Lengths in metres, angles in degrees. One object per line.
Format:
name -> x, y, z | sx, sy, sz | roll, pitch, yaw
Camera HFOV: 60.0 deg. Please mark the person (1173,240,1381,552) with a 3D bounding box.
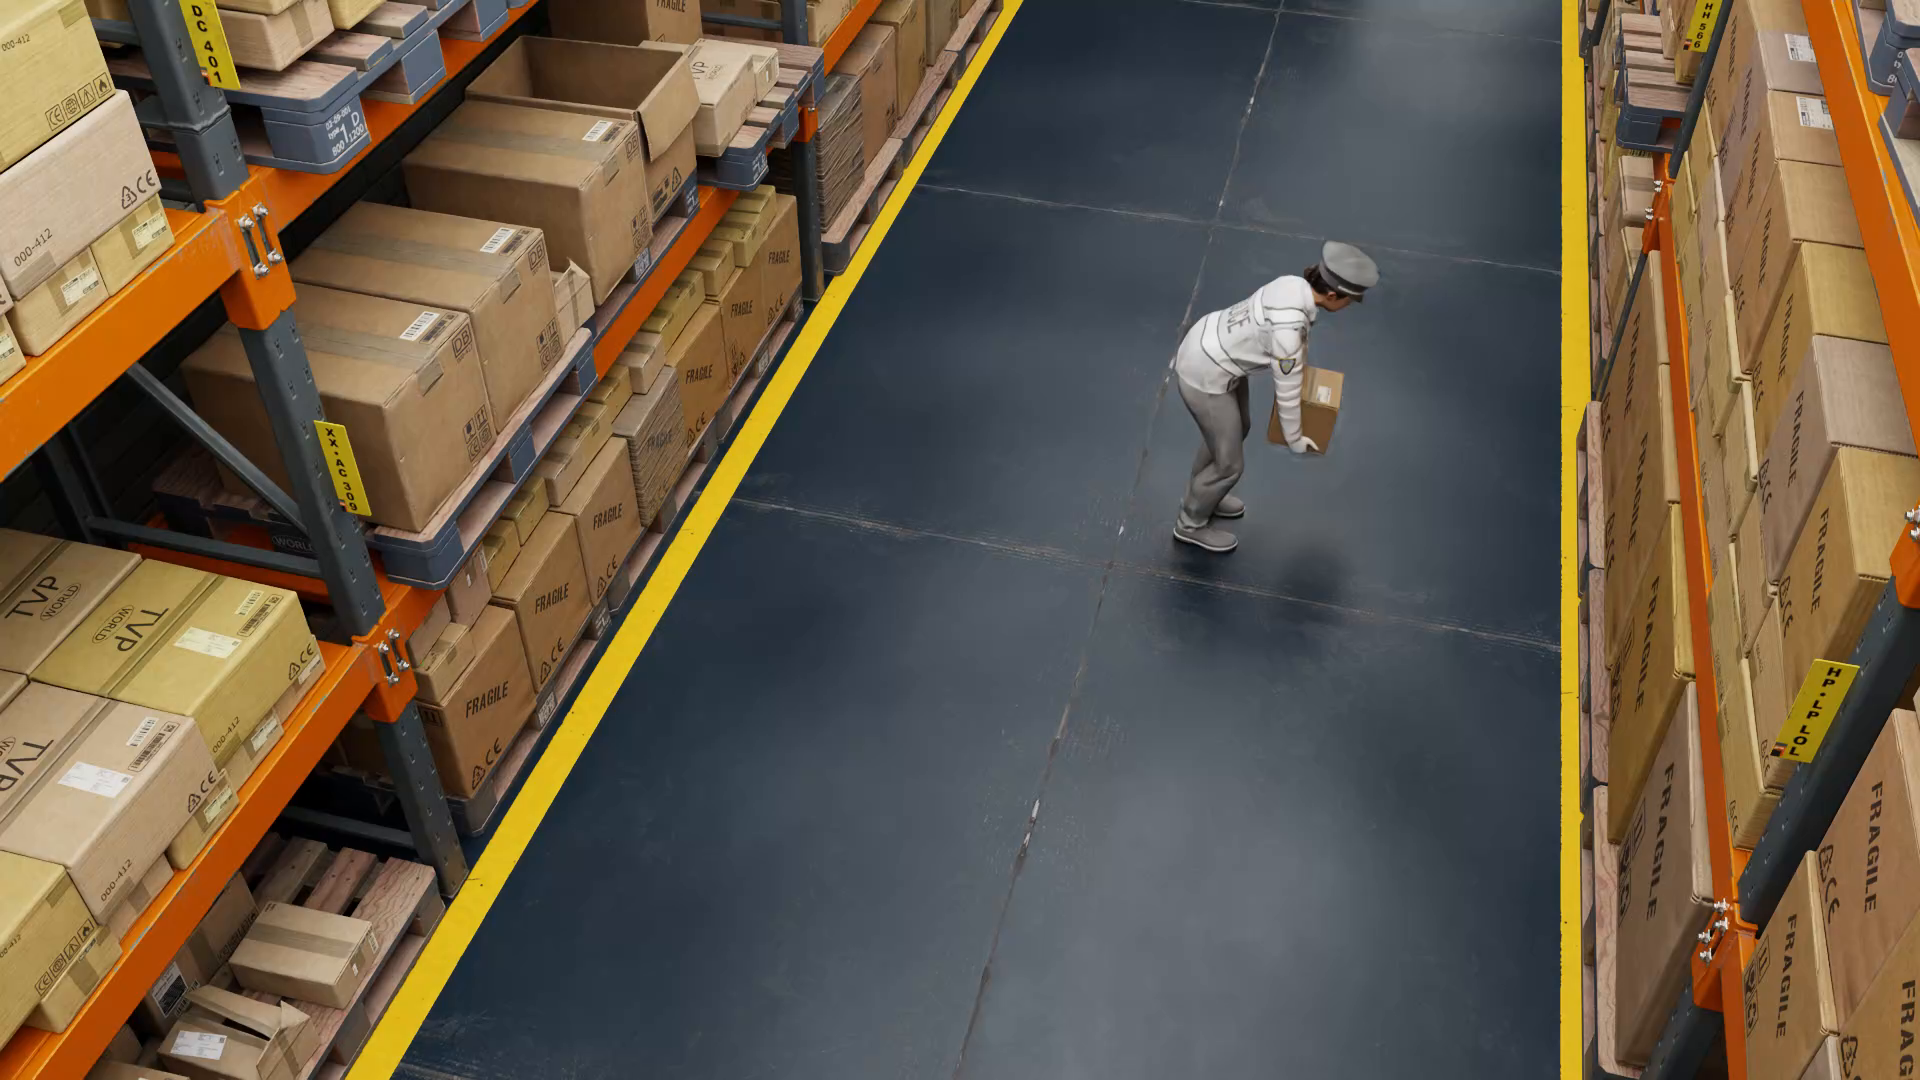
person -> 1.275, -0.600, 6.991 | 0.756, 1.474, 0.414 | 9, 42, 10
